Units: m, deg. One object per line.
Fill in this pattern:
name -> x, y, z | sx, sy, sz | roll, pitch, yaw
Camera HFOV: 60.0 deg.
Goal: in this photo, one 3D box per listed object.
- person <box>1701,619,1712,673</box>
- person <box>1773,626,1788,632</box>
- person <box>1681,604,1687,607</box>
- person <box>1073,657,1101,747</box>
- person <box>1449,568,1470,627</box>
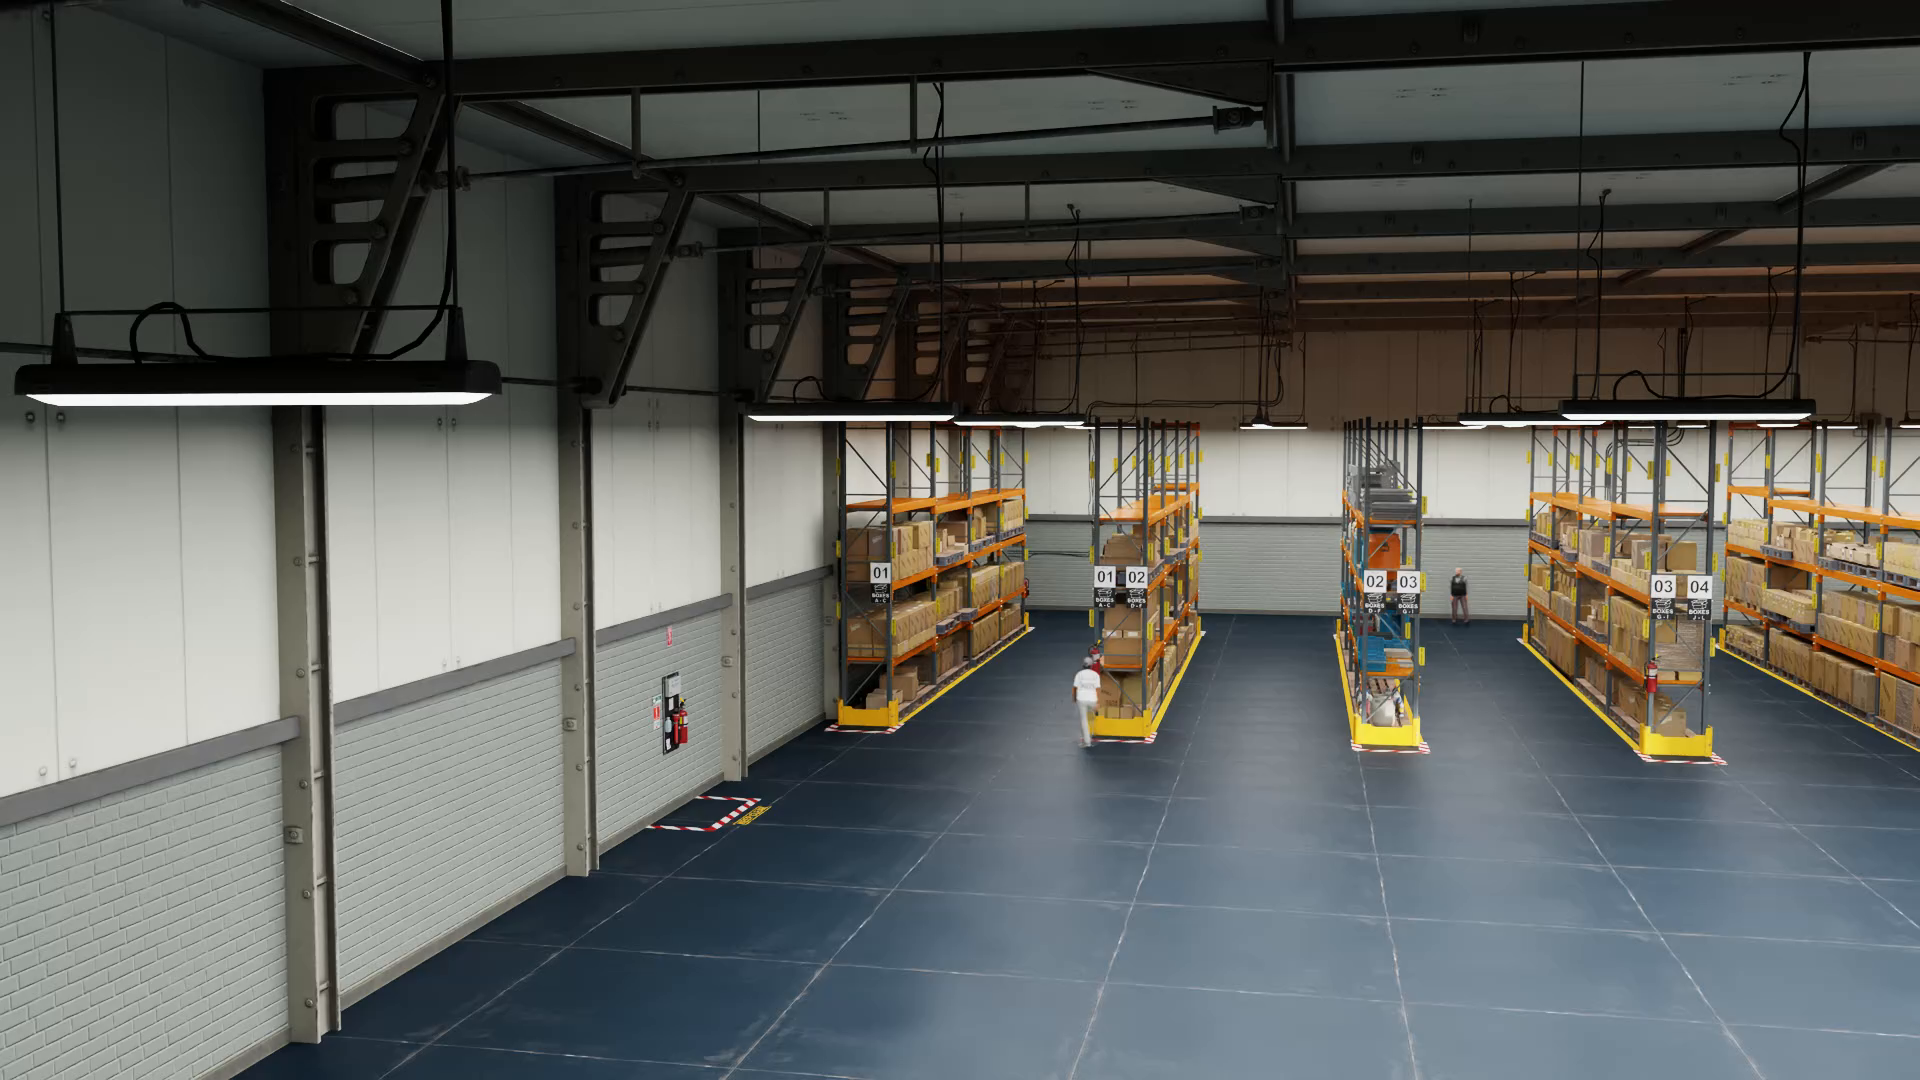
person -> 17.636, 2.375, 39.535 | 0.513, 1.616, 0.432 | -3, 5, -37
person -> 22.023, 1.973, 44.770 | 0.492, 1.637, 0.846 | -2, 4, -32
person -> 20.047, 1.842, 46.274 | 0.653, 1.773, 0.451 | 1, 4, 10
person -> 2.302, 2.930, 30.309 | 0.466, 1.608, 1.003 | -1, 4, -10
person -> 14.758, 1.682, 49.087 | 0.605, 1.730, 0.443 | 1, 4, 16
